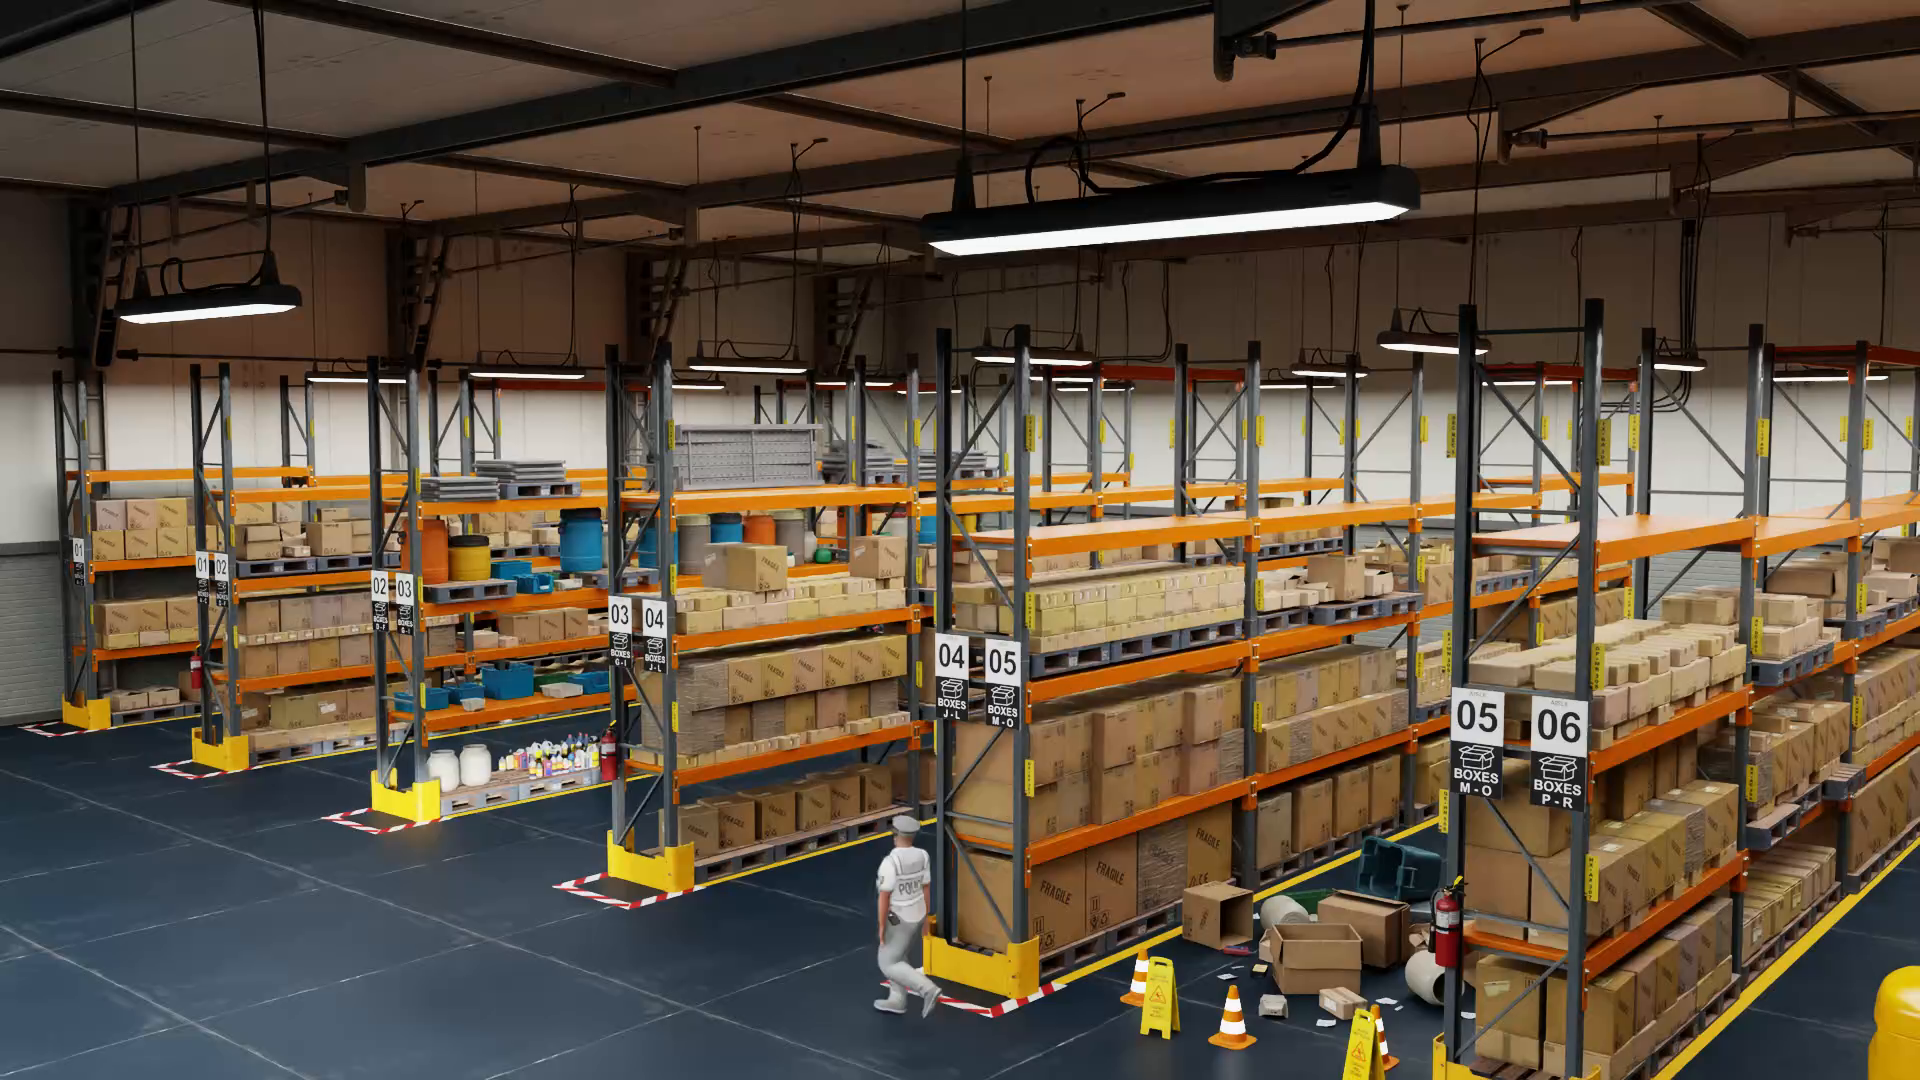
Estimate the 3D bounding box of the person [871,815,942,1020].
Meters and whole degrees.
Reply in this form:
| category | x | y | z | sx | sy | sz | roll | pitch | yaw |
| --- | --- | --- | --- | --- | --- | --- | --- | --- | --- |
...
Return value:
| category | x | y | z | sx | sy | sz | roll | pitch | yaw |
| --- | --- | --- | --- | --- | --- | --- | --- | --- | --- |
| person | -0.476 | 3.249 | 14.291 | 0.686 | 1.748 | 0.529 | 1 | 4 | 16 |

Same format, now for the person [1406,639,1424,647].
| category | x | y | z | sx | sy | sz | roll | pitch | yaw |
| --- | --- | --- | --- | --- | --- | --- | --- | --- | --- |
| person | 7.299 | 2.411 | 26.760 | 0.557 | 1.669 | 0.436 | -3 | 5 | -39 |
